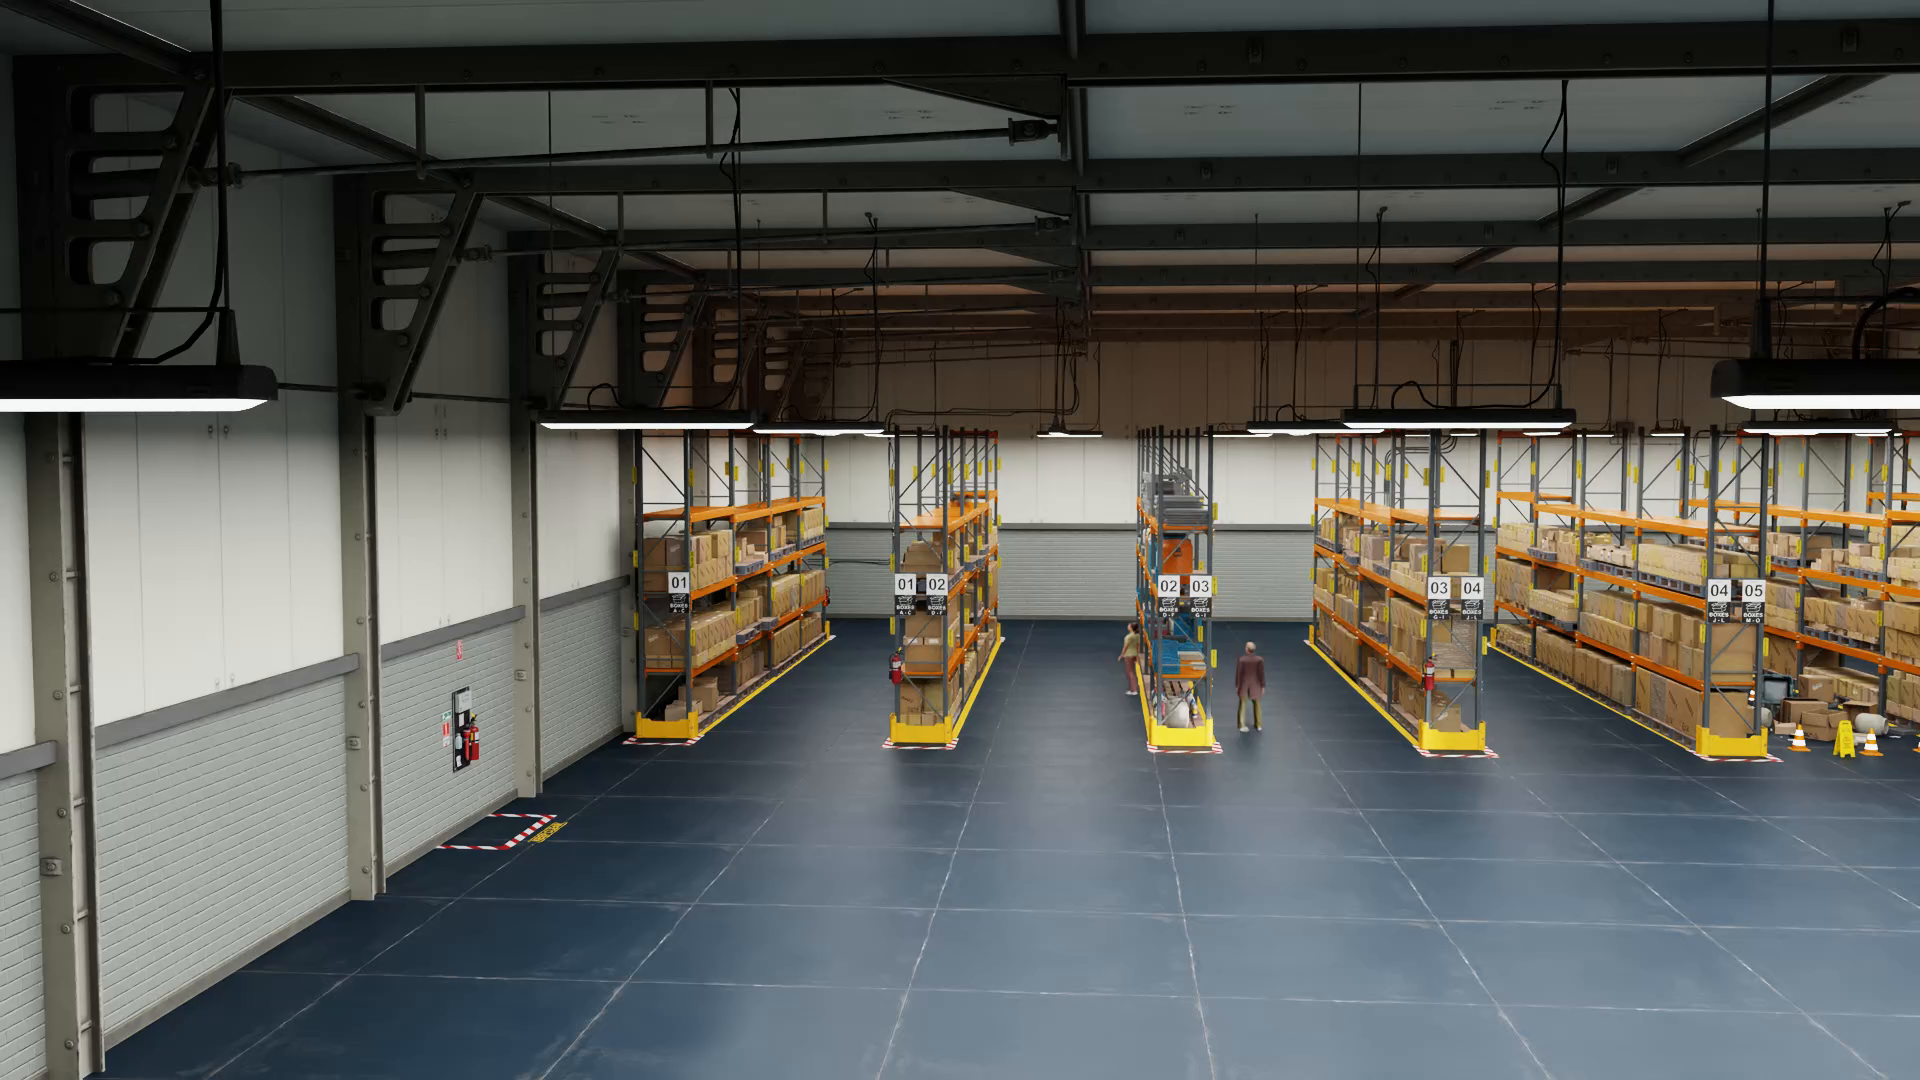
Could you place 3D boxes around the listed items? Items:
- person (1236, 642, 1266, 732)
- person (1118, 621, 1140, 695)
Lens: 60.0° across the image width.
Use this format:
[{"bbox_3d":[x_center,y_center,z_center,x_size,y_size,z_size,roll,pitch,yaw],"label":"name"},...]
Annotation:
[{"bbox_3d":[5.744,2.875,32.716,0.577,1.778,0.642,1,4,21],"label":"person"},{"bbox_3d":[3.805,2.661,37.286,0.470,1.702,0.491,-3,5,-45],"label":"person"}]
